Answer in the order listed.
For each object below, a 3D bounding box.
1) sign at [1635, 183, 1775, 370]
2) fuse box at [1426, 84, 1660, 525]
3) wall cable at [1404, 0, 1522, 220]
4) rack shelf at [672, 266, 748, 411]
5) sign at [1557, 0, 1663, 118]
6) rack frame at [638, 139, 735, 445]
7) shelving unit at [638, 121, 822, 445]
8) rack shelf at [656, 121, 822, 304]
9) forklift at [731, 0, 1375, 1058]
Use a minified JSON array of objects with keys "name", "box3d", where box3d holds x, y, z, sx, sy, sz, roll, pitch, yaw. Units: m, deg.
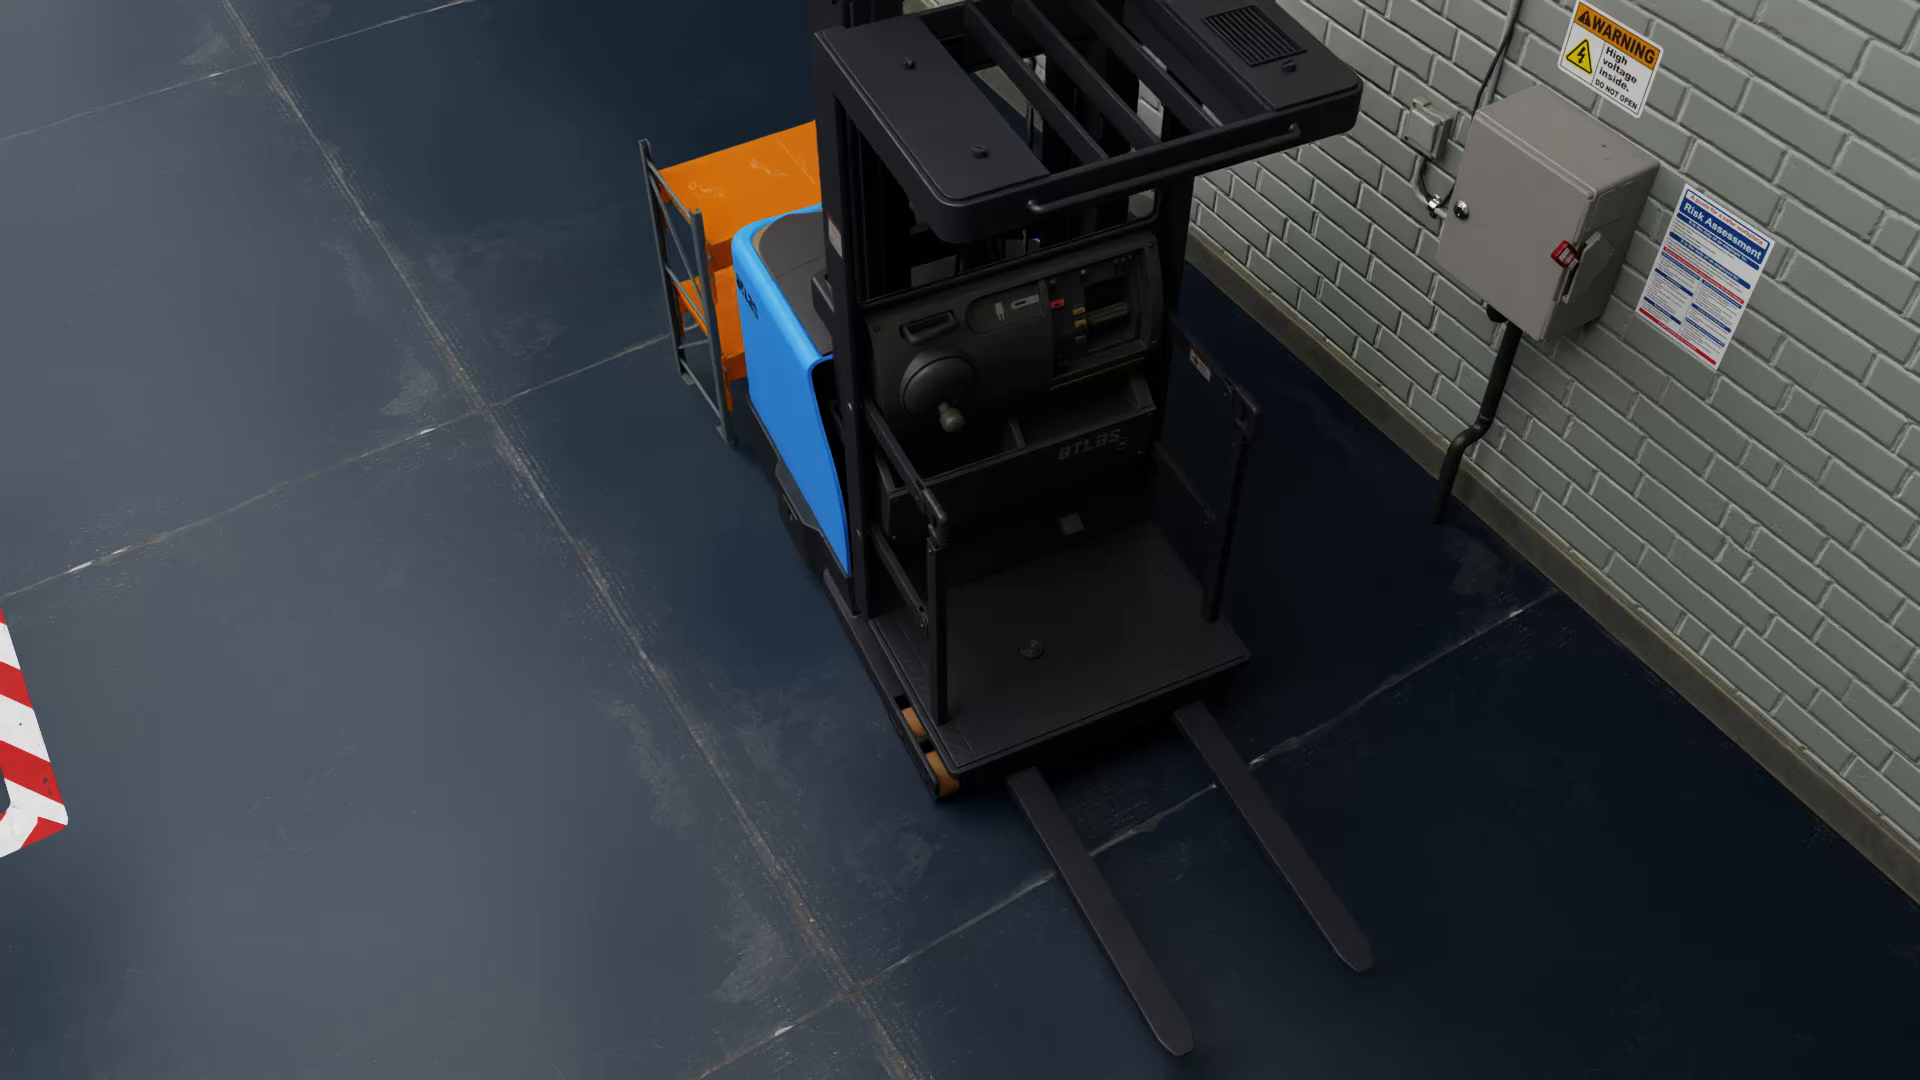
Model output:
[{"name":"sign","box3d":[2.232,-0.788,5.007,0.001,0.494,0.329,-25,53,-21]},{"name":"fuse box","box3d":[1.793,-0.620,5.657,0.414,1.711,0.539,-25,53,-21]},{"name":"wall cable","box3d":[1.562,-1.881,5.236,0.122,1.984,0.588,-25,53,-21]},{"name":"rack shelf","box3d":[-0.589,-0.943,6.664,1.000,0.278,0.538,-23,52,-19]},{"name":"sign","box3d":[1.939,-1.441,4.972,0.001,0.242,0.339,-25,53,-21]},{"name":"rack frame","box3d":[-1.031,-0.917,6.314,0.032,1.125,0.500,-23,52,-19]},{"name":"shelving unit","box3d":[-0.589,-1.106,6.482,1.048,1.125,0.538,-23,52,-19]},{"name":"rack shelf","box3d":[-0.589,-1.301,6.263,1.000,0.278,0.538,-23,52,-19]},{"name":"forklift","box3d":[0.268,-0.504,4.737,1.130,2.935,3.031,-19,51,-16]}]
